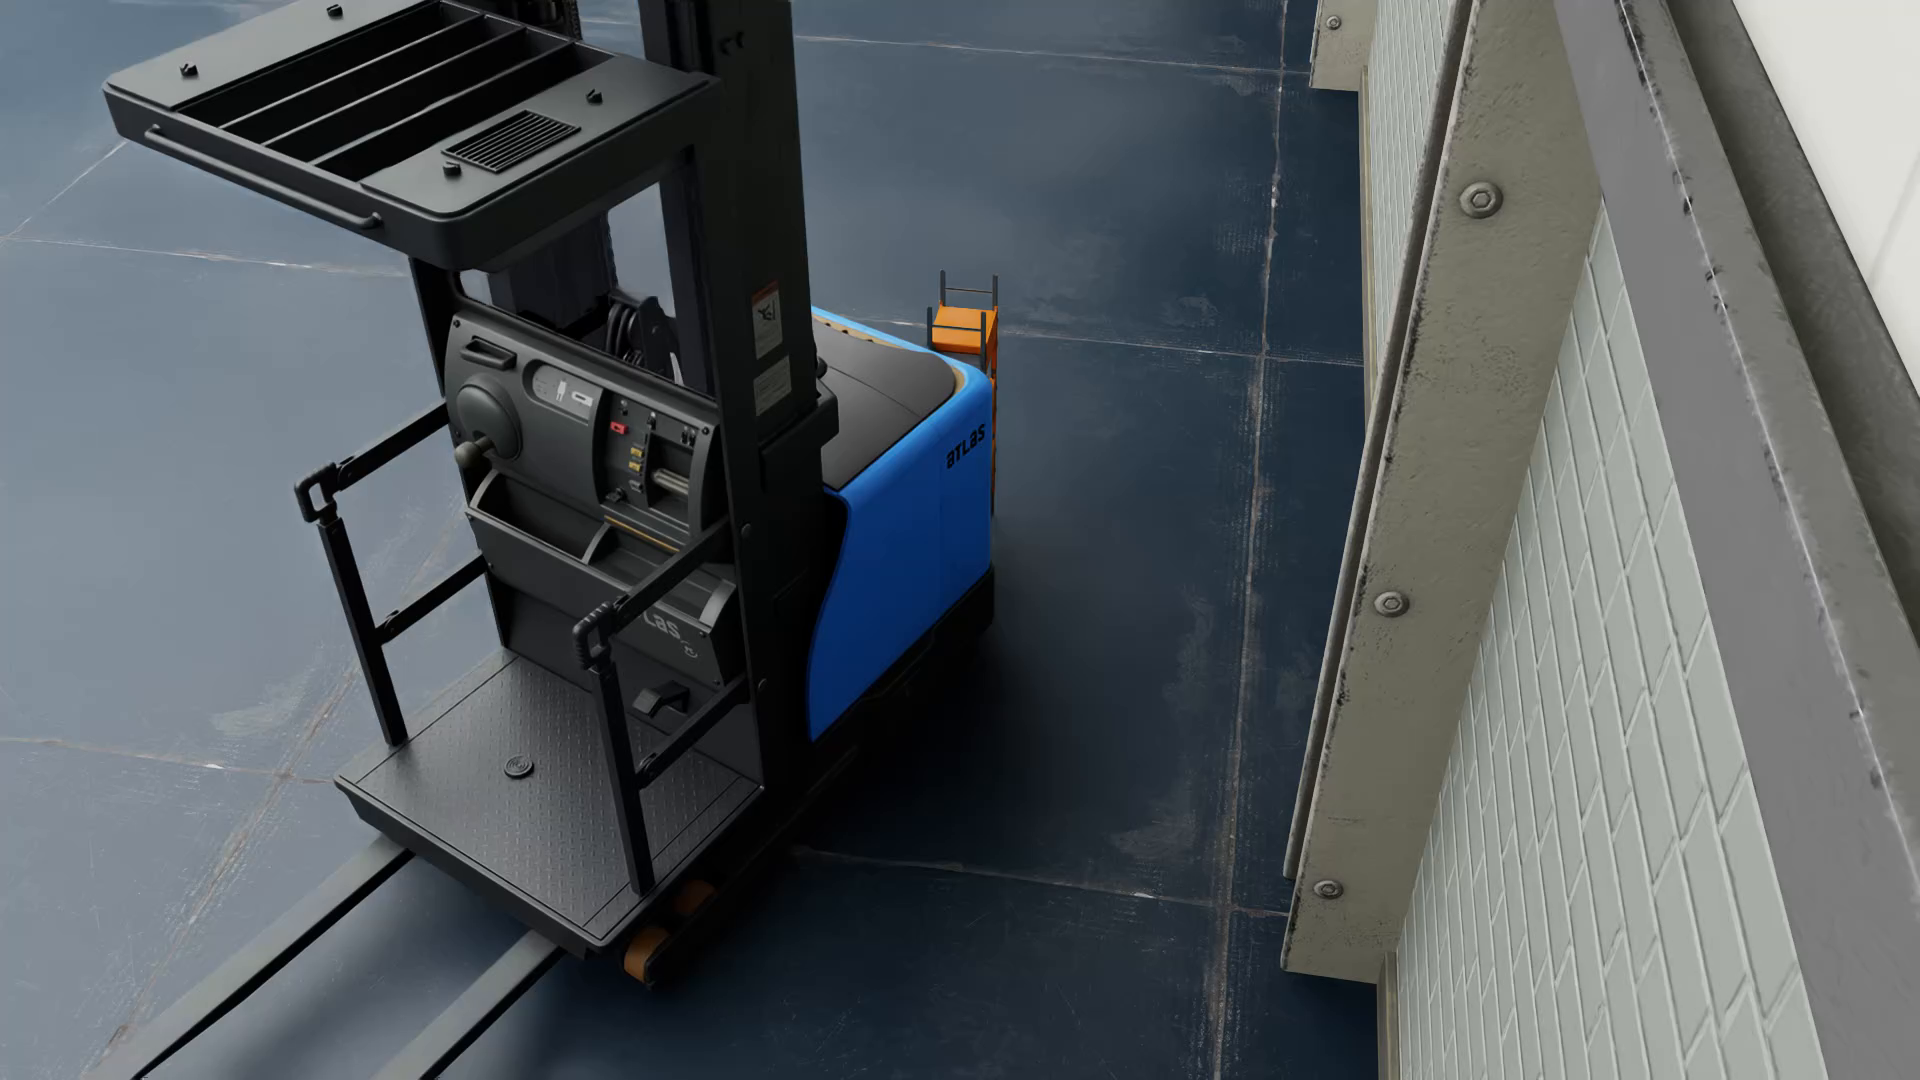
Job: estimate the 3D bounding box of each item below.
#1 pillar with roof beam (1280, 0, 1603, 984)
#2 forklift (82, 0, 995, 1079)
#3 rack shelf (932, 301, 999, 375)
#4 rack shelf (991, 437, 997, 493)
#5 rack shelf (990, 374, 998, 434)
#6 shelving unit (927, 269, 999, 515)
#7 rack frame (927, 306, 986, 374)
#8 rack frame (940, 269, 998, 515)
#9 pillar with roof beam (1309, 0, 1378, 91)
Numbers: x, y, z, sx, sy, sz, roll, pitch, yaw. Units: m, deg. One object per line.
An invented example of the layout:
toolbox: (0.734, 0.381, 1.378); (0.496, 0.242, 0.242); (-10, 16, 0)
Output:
pillar with roof beam: (-3.136, -2.820, 2.598); (9.100, 9.000, 0.400); (6, 40, 8)
forklift: (-1.124, -0.220, 4.216); (1.130, 2.935, 3.031); (23, 45, 26)
rack shelf: (0.009, -0.649, 5.782); (0.215, 0.259, 0.240); (6, 40, 8)
rack shelf: (0.009, -0.216, 6.140); (0.215, 0.259, 0.240); (6, 40, 8)
rack shelf: (0.009, -0.430, 5.963); (0.215, 0.259, 0.240); (6, 40, 8)
shelving unit: (0.009, -0.438, 5.956); (0.215, 1.050, 0.252); (6, 40, 8)
rack frame: (-0.012, -0.362, 5.863); (0.200, 1.050, 0.008); (6, 40, 8)
rack frame: (0.030, -0.515, 6.049); (0.200, 1.050, 0.008); (6, 40, 8)
pillar with roof beam: (-2.097, -6.585, 7.153); (9.100, 9.000, 0.400); (6, 40, 8)
